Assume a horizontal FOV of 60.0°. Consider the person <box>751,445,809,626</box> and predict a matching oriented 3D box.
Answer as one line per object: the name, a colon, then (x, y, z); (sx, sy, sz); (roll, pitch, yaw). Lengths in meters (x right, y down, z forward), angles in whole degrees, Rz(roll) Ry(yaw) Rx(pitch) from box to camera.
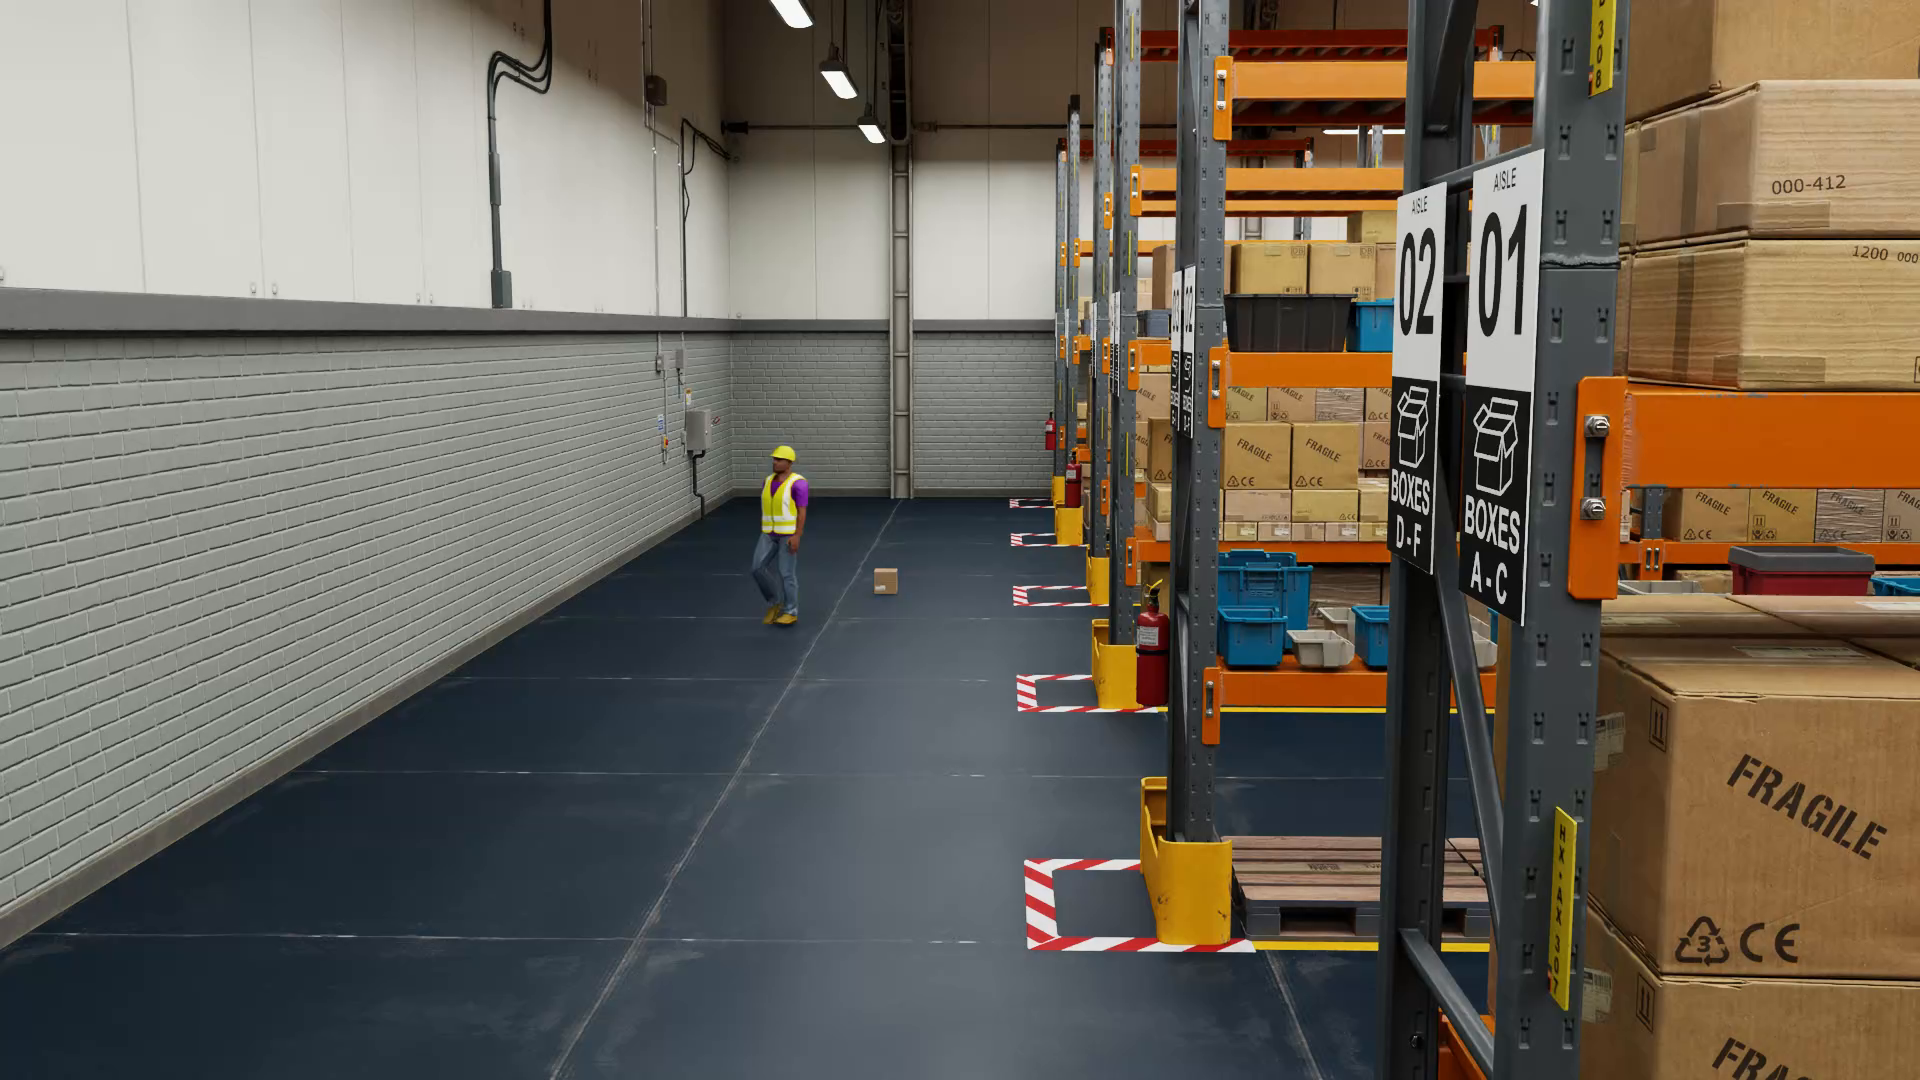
person: (-1.775, -0.026, 16.324); (0.563, 1.797, 0.461); (4, 8, 29)
